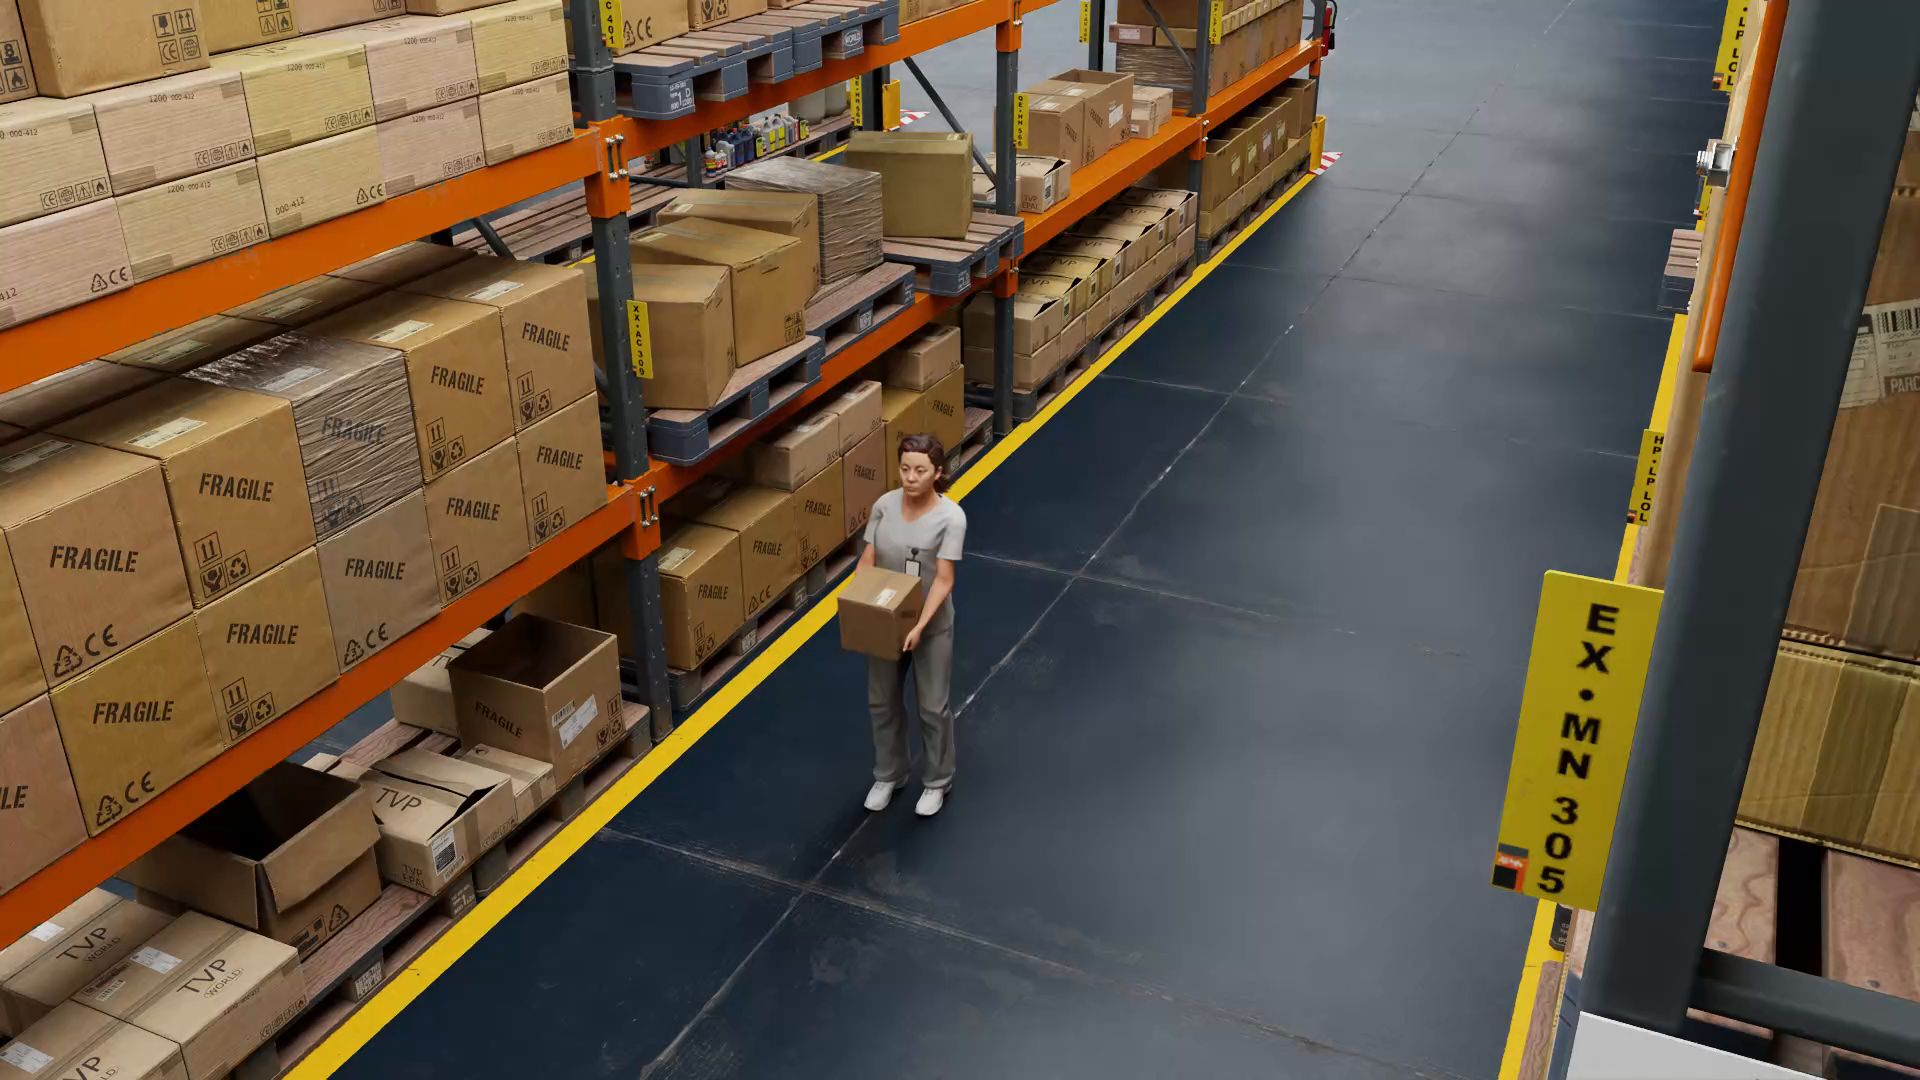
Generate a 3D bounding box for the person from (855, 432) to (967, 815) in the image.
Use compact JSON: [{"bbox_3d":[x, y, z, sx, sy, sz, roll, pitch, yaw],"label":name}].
[{"bbox_3d":[-0.222,0.376,6.866,0.437,1.665,0.549,12,29,23],"label":"person"}]
